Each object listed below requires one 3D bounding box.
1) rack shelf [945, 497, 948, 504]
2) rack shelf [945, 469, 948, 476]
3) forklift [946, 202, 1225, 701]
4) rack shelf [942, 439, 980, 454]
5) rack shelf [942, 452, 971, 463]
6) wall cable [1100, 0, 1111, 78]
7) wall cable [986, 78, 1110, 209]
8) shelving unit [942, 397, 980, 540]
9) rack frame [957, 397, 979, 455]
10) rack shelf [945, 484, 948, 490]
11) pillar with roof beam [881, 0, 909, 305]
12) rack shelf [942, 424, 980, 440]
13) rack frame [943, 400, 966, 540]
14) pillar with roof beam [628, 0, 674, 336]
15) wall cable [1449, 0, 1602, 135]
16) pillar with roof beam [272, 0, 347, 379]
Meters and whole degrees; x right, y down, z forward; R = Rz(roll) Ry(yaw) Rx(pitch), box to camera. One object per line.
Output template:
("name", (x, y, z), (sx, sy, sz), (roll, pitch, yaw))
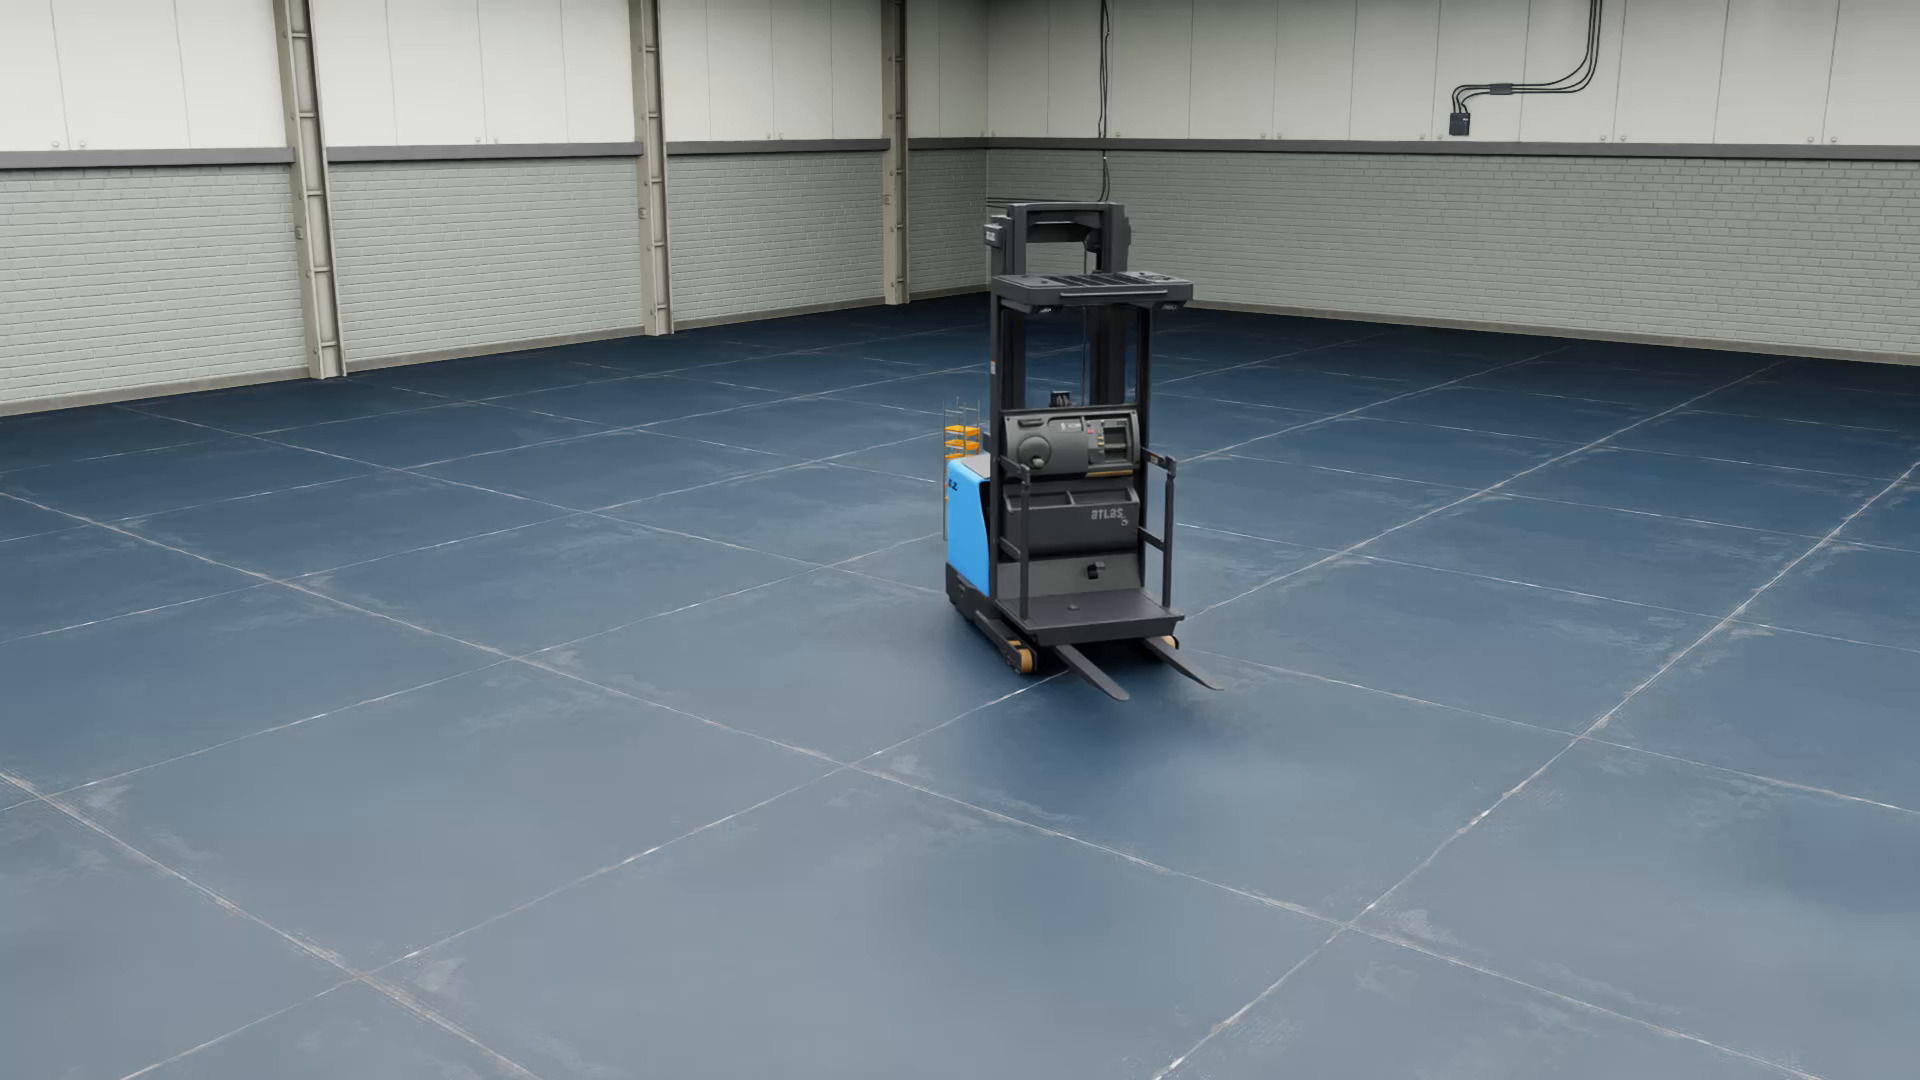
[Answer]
("rack shelf", (0.009, -0.309, 14.056), (0.258, 0.103, 0.180), (11, 18, 38))
("rack shelf", (0.009, -0.541, 13.997), (0.258, 0.103, 0.180), (11, 18, 38))
("forklift", (0.806, -0.663, 10.780), (1.130, 2.935, 3.031), (-4, 15, -16))
("rack shelf", (0.009, -0.774, 13.938), (0.258, 0.103, 0.180), (11, 18, 38))
("rack shelf", (0.009, -0.658, 13.968), (0.258, 0.103, 0.180), (11, 18, 38))
("wall cable", (3.764, -9.812, 30.520), (3.097, 2.526, 0.112), (11, 18, 38))
("wall cable", (1.659, -7.783, 32.790), (3.097, 2.526, 0.112), (11, 18, 38))
("shelving unit", (0.009, -0.584, 13.986), (0.258, 1.200, 0.189), (11, 18, 38))
("rack frame", (0.067, -0.602, 14.055), (0.240, 1.200, 0.006), (11, 18, 38))
("rack shelf", (0.009, -0.425, 14.027), (0.258, 0.103, 0.180), (11, 18, 38))
("pillar with roof beam", (2.128, -8.262, 28.370), (9.100, 9.000, 0.400), (11, 18, 38))
("rack shelf", (0.009, -0.890, 13.908), (0.258, 0.103, 0.180), (11, 18, 38))
("rack frame", (-0.048, -0.567, 13.917), (0.240, 1.200, 0.006), (11, 18, 38))
("pillar with roof beam", (-1.643, -7.113, 23.847), (9.100, 9.000, 0.400), (11, 18, 38))
("wall cable", (9.034, -9.464, 26.194), (2.305, 6.003, 0.169), (11, 18, 38))
("pillar with roof beam", (-5.414, -5.964, 19.324), (9.100, 9.000, 0.400), (11, 18, 38))
